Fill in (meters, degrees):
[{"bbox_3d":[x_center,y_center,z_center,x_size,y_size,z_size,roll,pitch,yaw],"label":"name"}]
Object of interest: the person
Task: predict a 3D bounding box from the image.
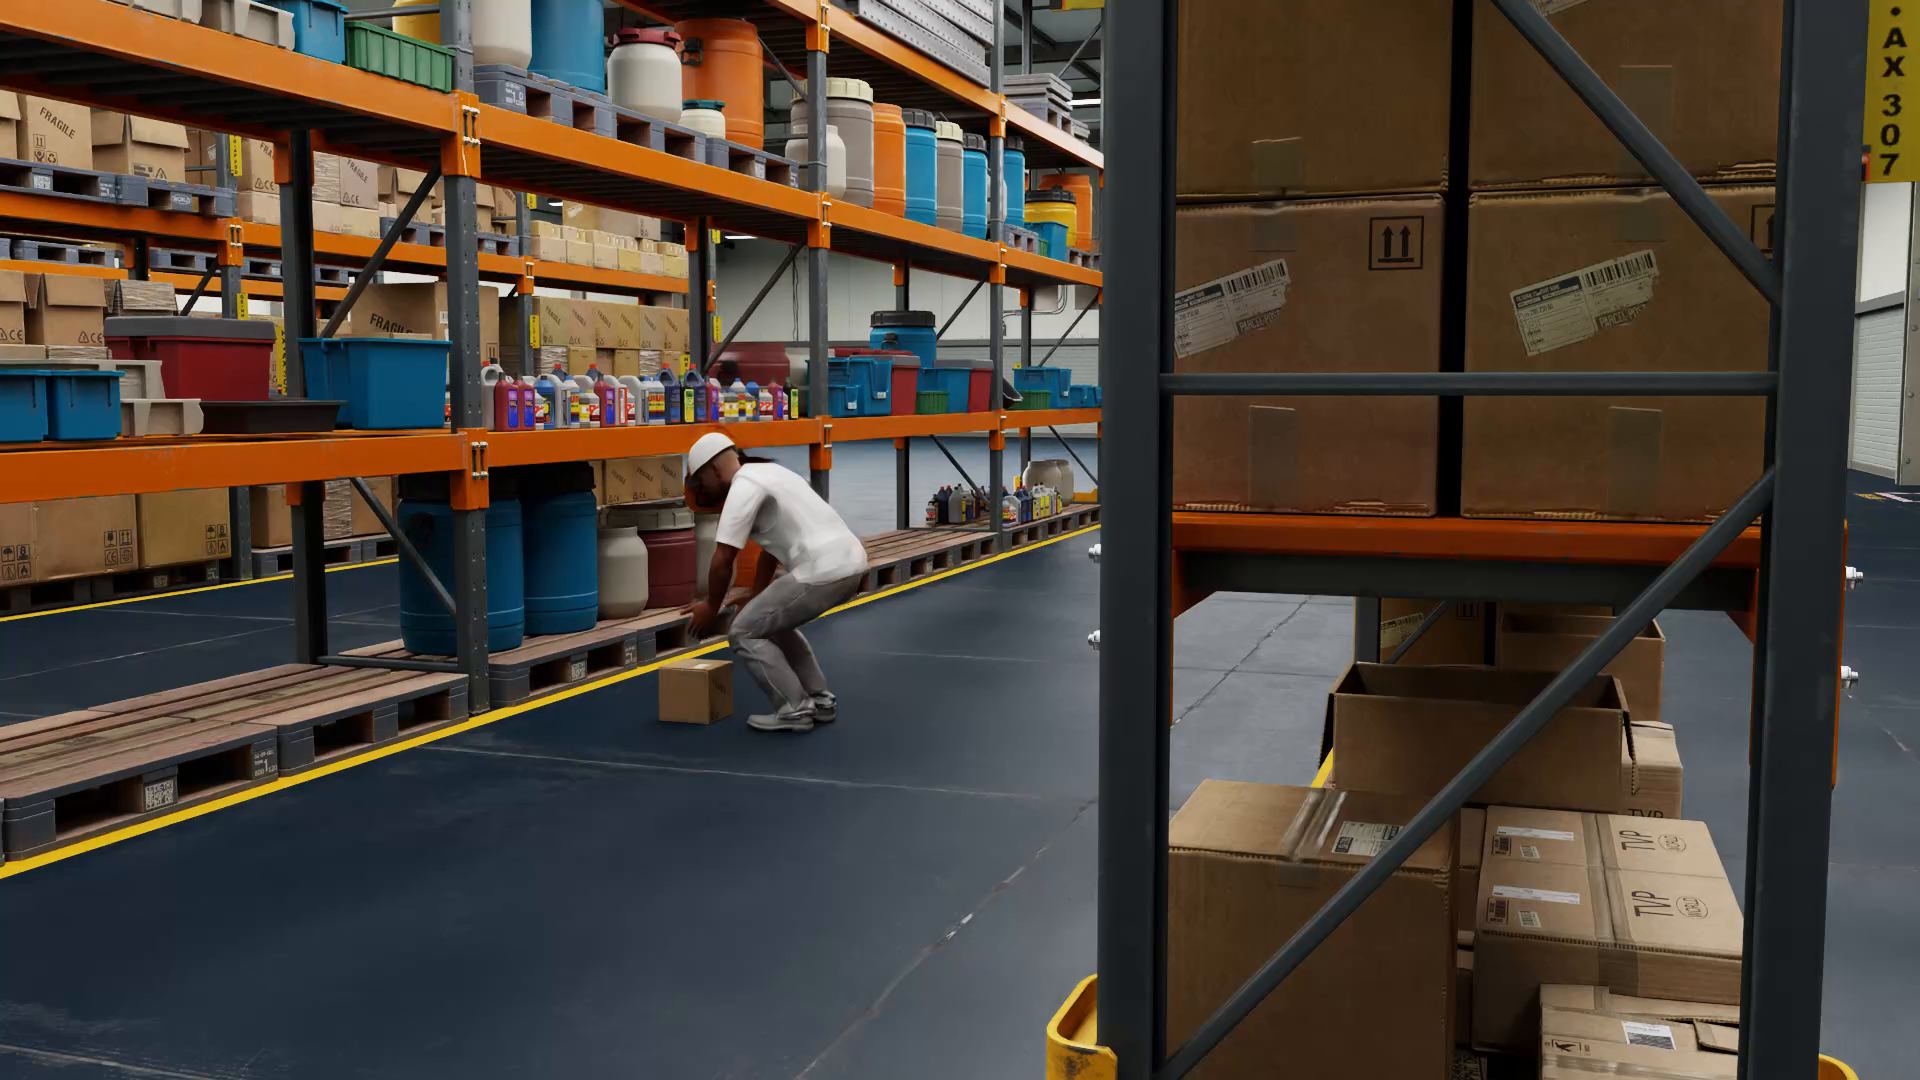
[{"bbox_3d":[-0.833,0.180,7.409,0.805,1.313,0.629,2,5,19],"label":"person"}]
